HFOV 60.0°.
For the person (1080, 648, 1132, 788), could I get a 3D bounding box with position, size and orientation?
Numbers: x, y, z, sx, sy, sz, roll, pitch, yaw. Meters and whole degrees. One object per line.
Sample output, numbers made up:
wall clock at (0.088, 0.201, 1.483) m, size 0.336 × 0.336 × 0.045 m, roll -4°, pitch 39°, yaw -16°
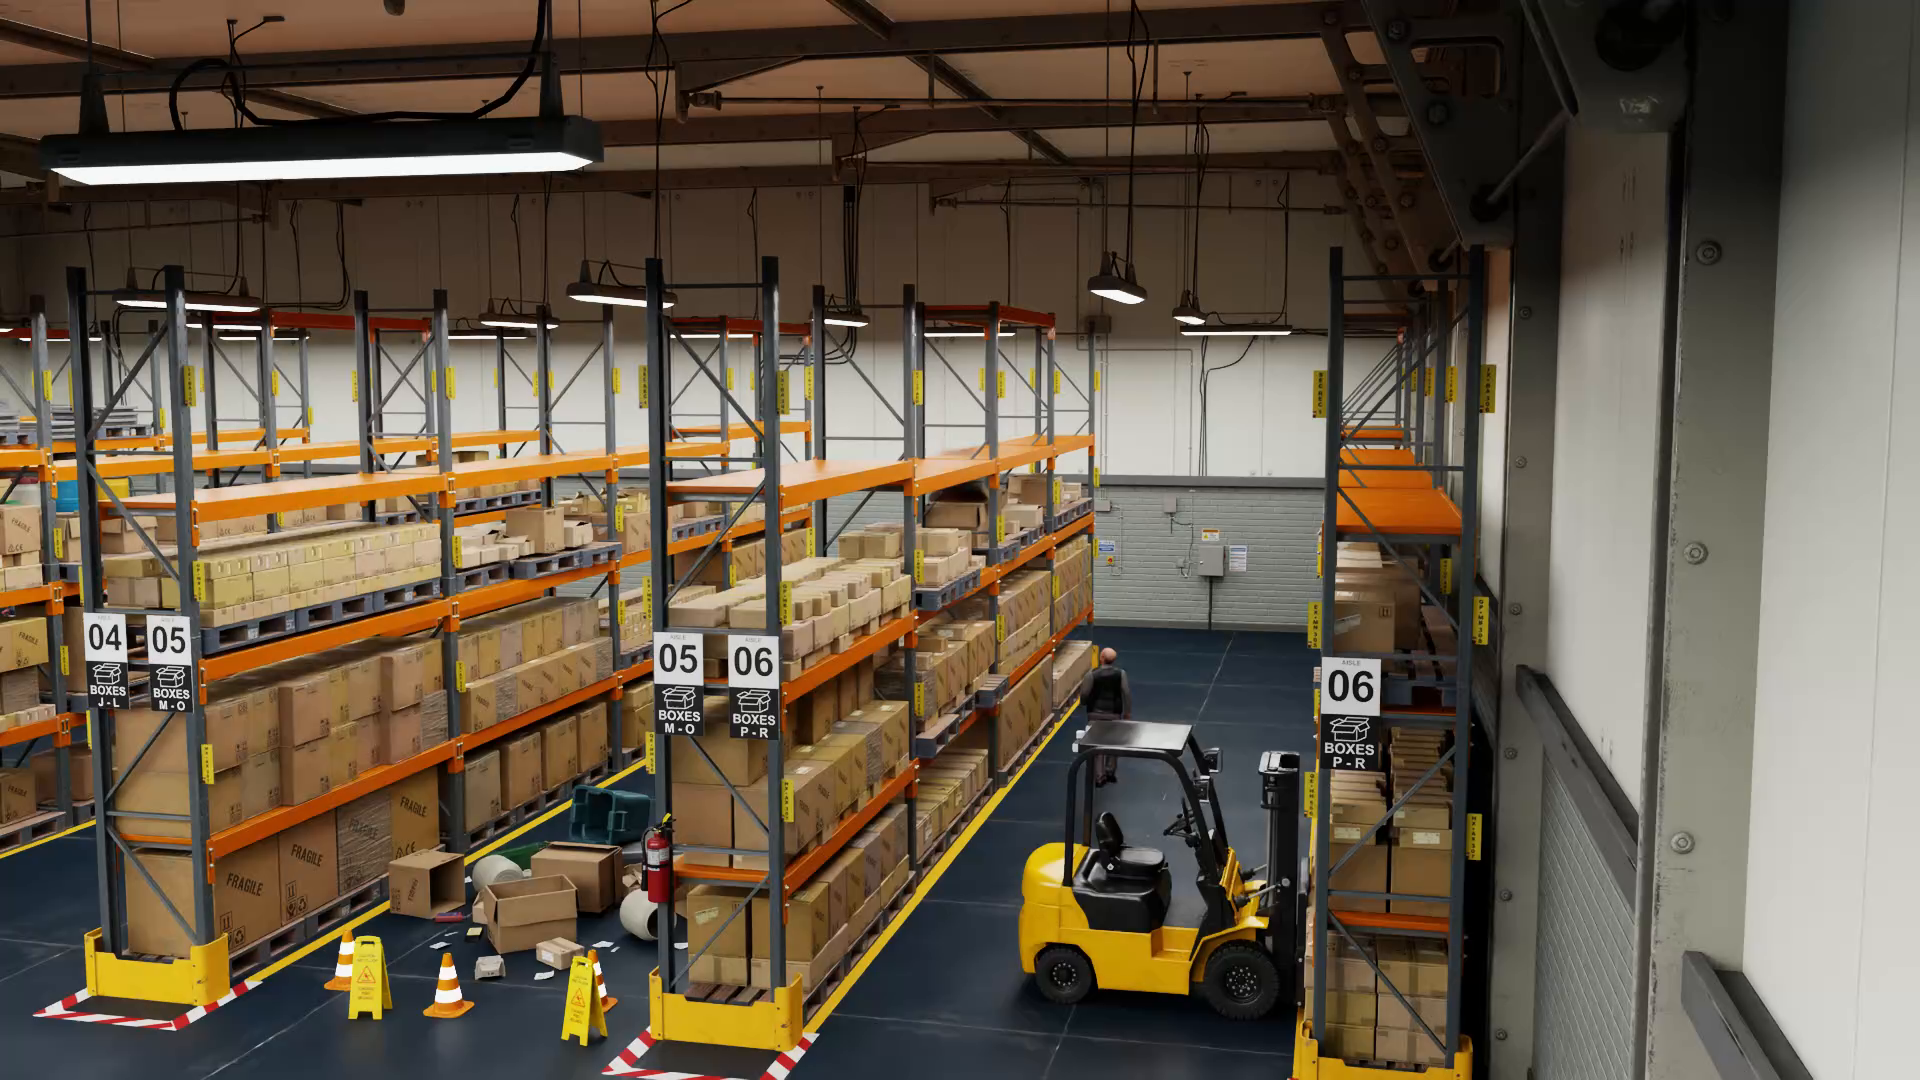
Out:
person at (1.768, 2.188, 20.386) m, size 0.672 × 1.744 × 0.663 m, roll 1°, pitch 6°, yaw 12°
